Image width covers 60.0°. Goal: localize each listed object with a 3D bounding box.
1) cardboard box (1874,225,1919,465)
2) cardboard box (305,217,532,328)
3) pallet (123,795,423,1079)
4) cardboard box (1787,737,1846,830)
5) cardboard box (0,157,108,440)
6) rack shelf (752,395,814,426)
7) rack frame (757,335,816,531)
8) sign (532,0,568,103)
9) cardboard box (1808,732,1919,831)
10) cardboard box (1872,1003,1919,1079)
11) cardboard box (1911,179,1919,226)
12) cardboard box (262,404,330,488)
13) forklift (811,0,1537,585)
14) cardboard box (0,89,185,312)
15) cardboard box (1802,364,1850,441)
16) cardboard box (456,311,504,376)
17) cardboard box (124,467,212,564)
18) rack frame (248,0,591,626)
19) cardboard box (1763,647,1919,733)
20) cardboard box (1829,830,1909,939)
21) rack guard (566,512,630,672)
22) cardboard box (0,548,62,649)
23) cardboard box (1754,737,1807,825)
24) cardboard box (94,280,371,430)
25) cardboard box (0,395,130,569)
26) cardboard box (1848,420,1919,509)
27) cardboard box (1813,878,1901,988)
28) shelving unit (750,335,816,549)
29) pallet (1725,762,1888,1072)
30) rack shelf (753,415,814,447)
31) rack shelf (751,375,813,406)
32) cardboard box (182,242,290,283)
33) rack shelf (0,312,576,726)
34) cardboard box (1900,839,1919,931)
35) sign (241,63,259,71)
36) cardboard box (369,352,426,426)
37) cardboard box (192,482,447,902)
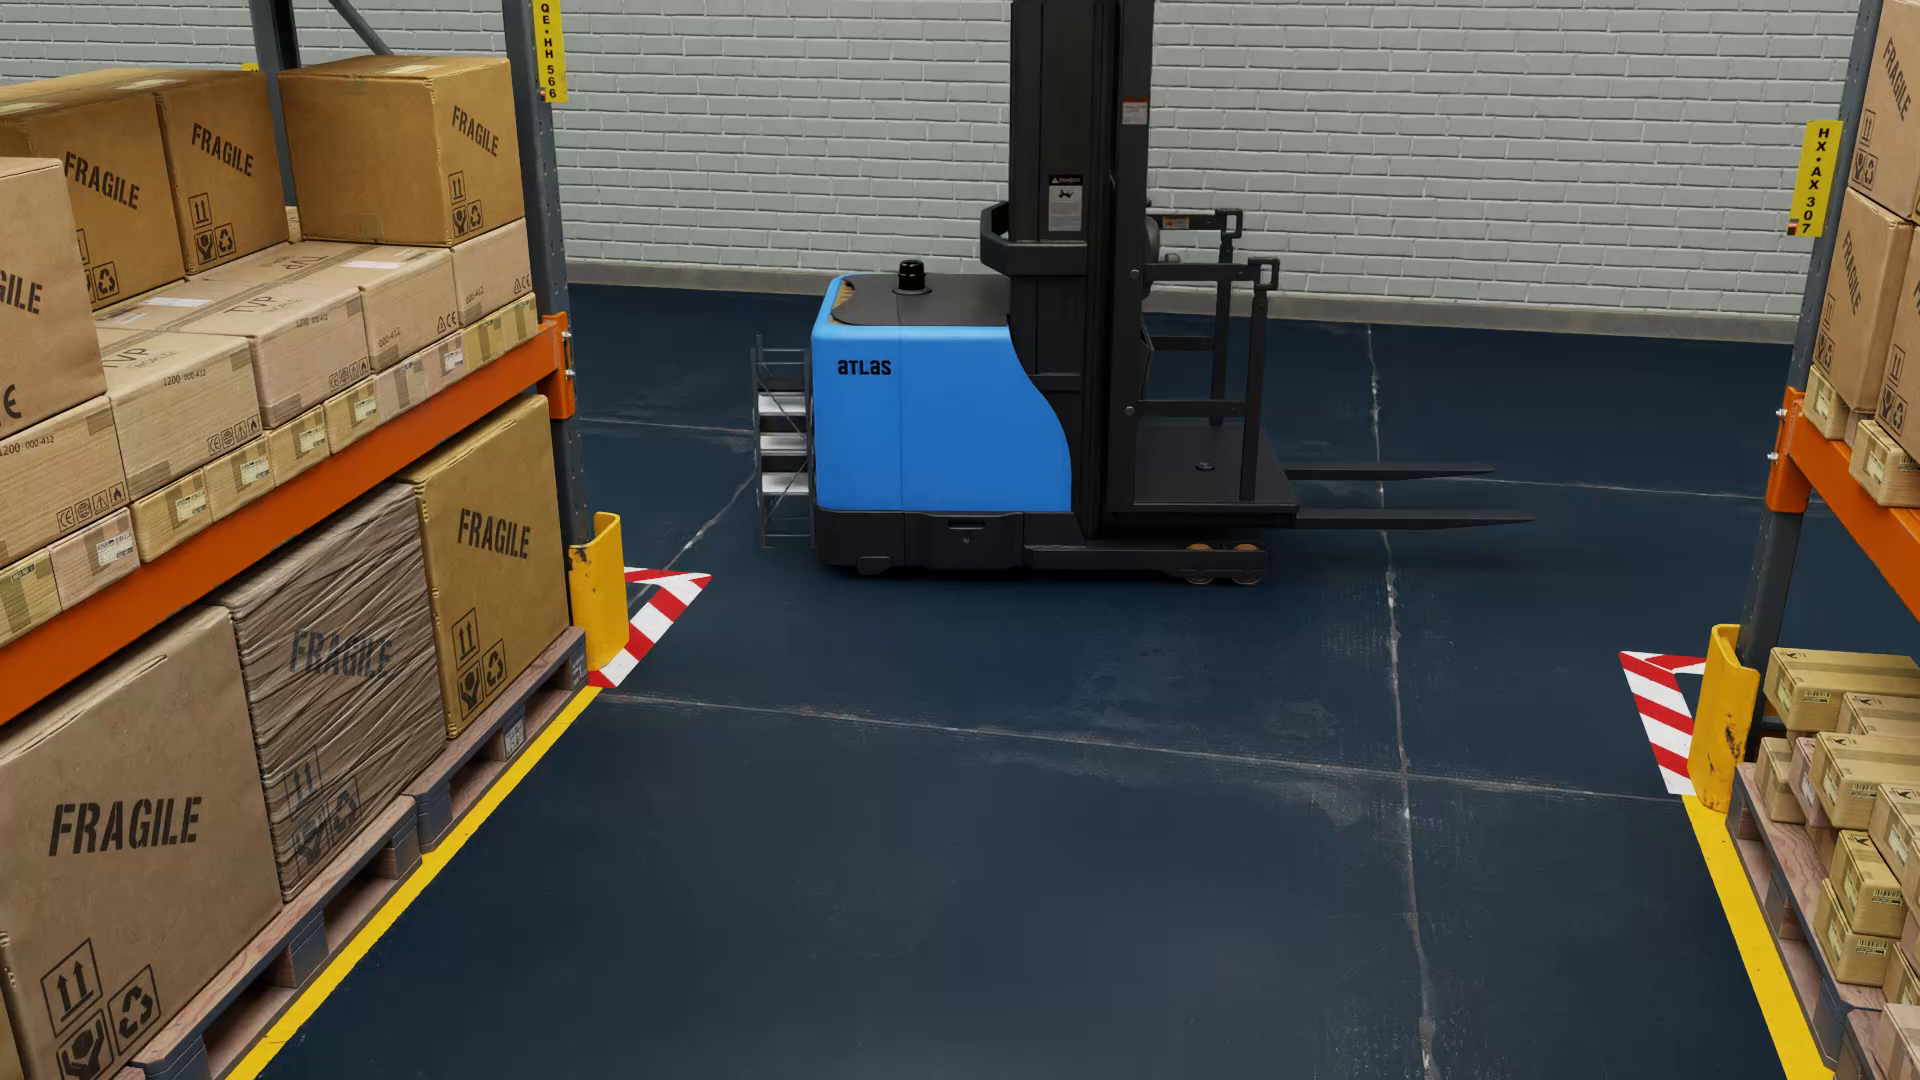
[{"bbox_3d":[2.517,-0.426,3.865,0.500,0.500,0.500,5,22,11],"label":"cardboard box"},{"bbox_3d":[-1.711,-0.869,5.298,0.500,0.250,0.500,4,22,10],"label":"cardboard box"},{"bbox_3d":[-2.209,1.039,4.491,1.003,0.211,1.213,4,22,11],"label":"pallet"},{"bbox_3d":[2.494,0.675,4.518,0.380,0.149,0.250,4,22,11],"label":"cardboard box"},{"bbox_3d":[-2.130,-0.477,3.321,0.500,0.500,0.500,4,22,9],"label":"cardboard box"},{"bbox_3d":[-0.750,-0.555,7.134,0.258,0.077,0.200,0,22,1],"label":"rack shelf"},{"bbox_3d":[-0.748,-0.457,7.283,0.240,0.900,0.006,0,22,1],"label":"rack frame"},{"bbox_3d":[-1.343,-1.598,5.440,0.100,0.325,0.005,4,22,11],"label":"sign"},{"bbox_3d":[2.409,0.627,4.239,0.380,0.149,0.250,4,22,11],"label":"cardboard box"},{"bbox_3d":[2.272,1.176,3.673,0.380,0.149,0.250,3,22,8],"label":"cardboard box"},{"bbox_3d":[2.515,-0.902,3.707,0.500,0.500,0.500,5,22,12],"label":"cardboard box"},{"bbox_3d":[-1.881,-0.257,4.313,0.380,0.149,0.250,5,22,11],"label":"cardboard box"},{"bbox_3d":[0.914,-1.374,6.843,3.031,2.935,1.130,0,22,1],"label":"forklift"},{"bbox_3d":[-2.436,-0.886,4.338,0.500,0.500,0.500,4,22,9],"label":"cardboard box"},{"bbox_3d":[2.576,-0.373,4.600,0.380,0.149,0.250,4,22,10],"label":"cardboard box"},{"bbox_3d":[-1.673,-0.631,5.240,0.380,0.149,0.250,5,22,11],"label":"cardboard box"},{"bbox_3d":[-1.985,-0.071,3.852,0.380,0.149,0.250,4,22,9],"label":"cardboard box"},{"bbox_3d":[-1.872,-0.998,5.816,1.000,3.000,0.127,4,22,11],"label":"rack frame"},{"bbox_3d":[2.524,0.435,4.717,0.380,0.149,0.250,3,22,8],"label":"cardboard box"},{"bbox_3d":[2.372,0.857,4.067,0.380,0.149,0.250,5,23,13],"label":"cardboard box"},{"bbox_3d":[-1.867,0.153,6.304,1.175,0.500,0.348,4,22,11],"label":"rack guard"},{"bbox_3d":[-2.091,0.117,3.385,0.380,0.149,0.250,4,22,10],"label":"cardboard box"},{"bbox_3d":[2.543,0.712,4.824,0.380,0.149,0.250,5,22,12],"label":"cardboard box"},{"bbox_3d":[-1.918,-0.497,4.375,0.500,0.250,0.500,4,22,9],"label":"cardboard box"},{"bbox_3d":[-2.129,-0.126,3.455,0.500,0.250,0.500,5,22,12],"label":"cardboard box"},{"bbox_3d":[2.458,-0.182,4.127,0.380,0.149,0.250,4,22,9],"label":"cardboard box"},{"bbox_3d":[2.366,0.991,4.133,0.380,0.149,0.250,5,22,12],"label":"cardboard box"},{"bbox_3d":[-0.750,-0.419,7.189,0.258,0.900,0.210,0,22,1],"label":"shelving unit"},{"bbox_3d":[2.747,1.033,4.506,1.003,0.211,1.213,4,22,11],"label":"pallet"},{"bbox_3d":[-0.750,-0.472,7.167,0.258,0.077,0.200,0,22,1],"label":"rack shelf"},{"bbox_3d":[-0.751,-0.639,7.100,0.258,0.077,0.200,0,22,1],"label":"rack shelf"},{"bbox_3d":[-2.333,-0.721,4.930,0.500,0.250,0.500,4,22,10],"label":"cardboard box"},{"bbox_3d":[-2.280,0.067,4.134,1.077,0.370,4.000,4,22,11],"label":"rack shelf"},{"bbox_3d":[2.373,0.825,3.748,0.380,0.149,0.250,5,23,13],"label":"cardboard box"},{"bbox_3d":[-2.414,-1.480,5.750,0.100,0.325,0.005,4,22,11],"label":"sign"},{"bbox_3d":[-1.778,-0.447,4.785,0.380,0.149,0.250,5,22,12],"label":"cardboard box"},{"bbox_3d":[-2.110,0.366,4.711,0.875,0.875,0.875,4,22,11],"label":"cardboard box"}]
